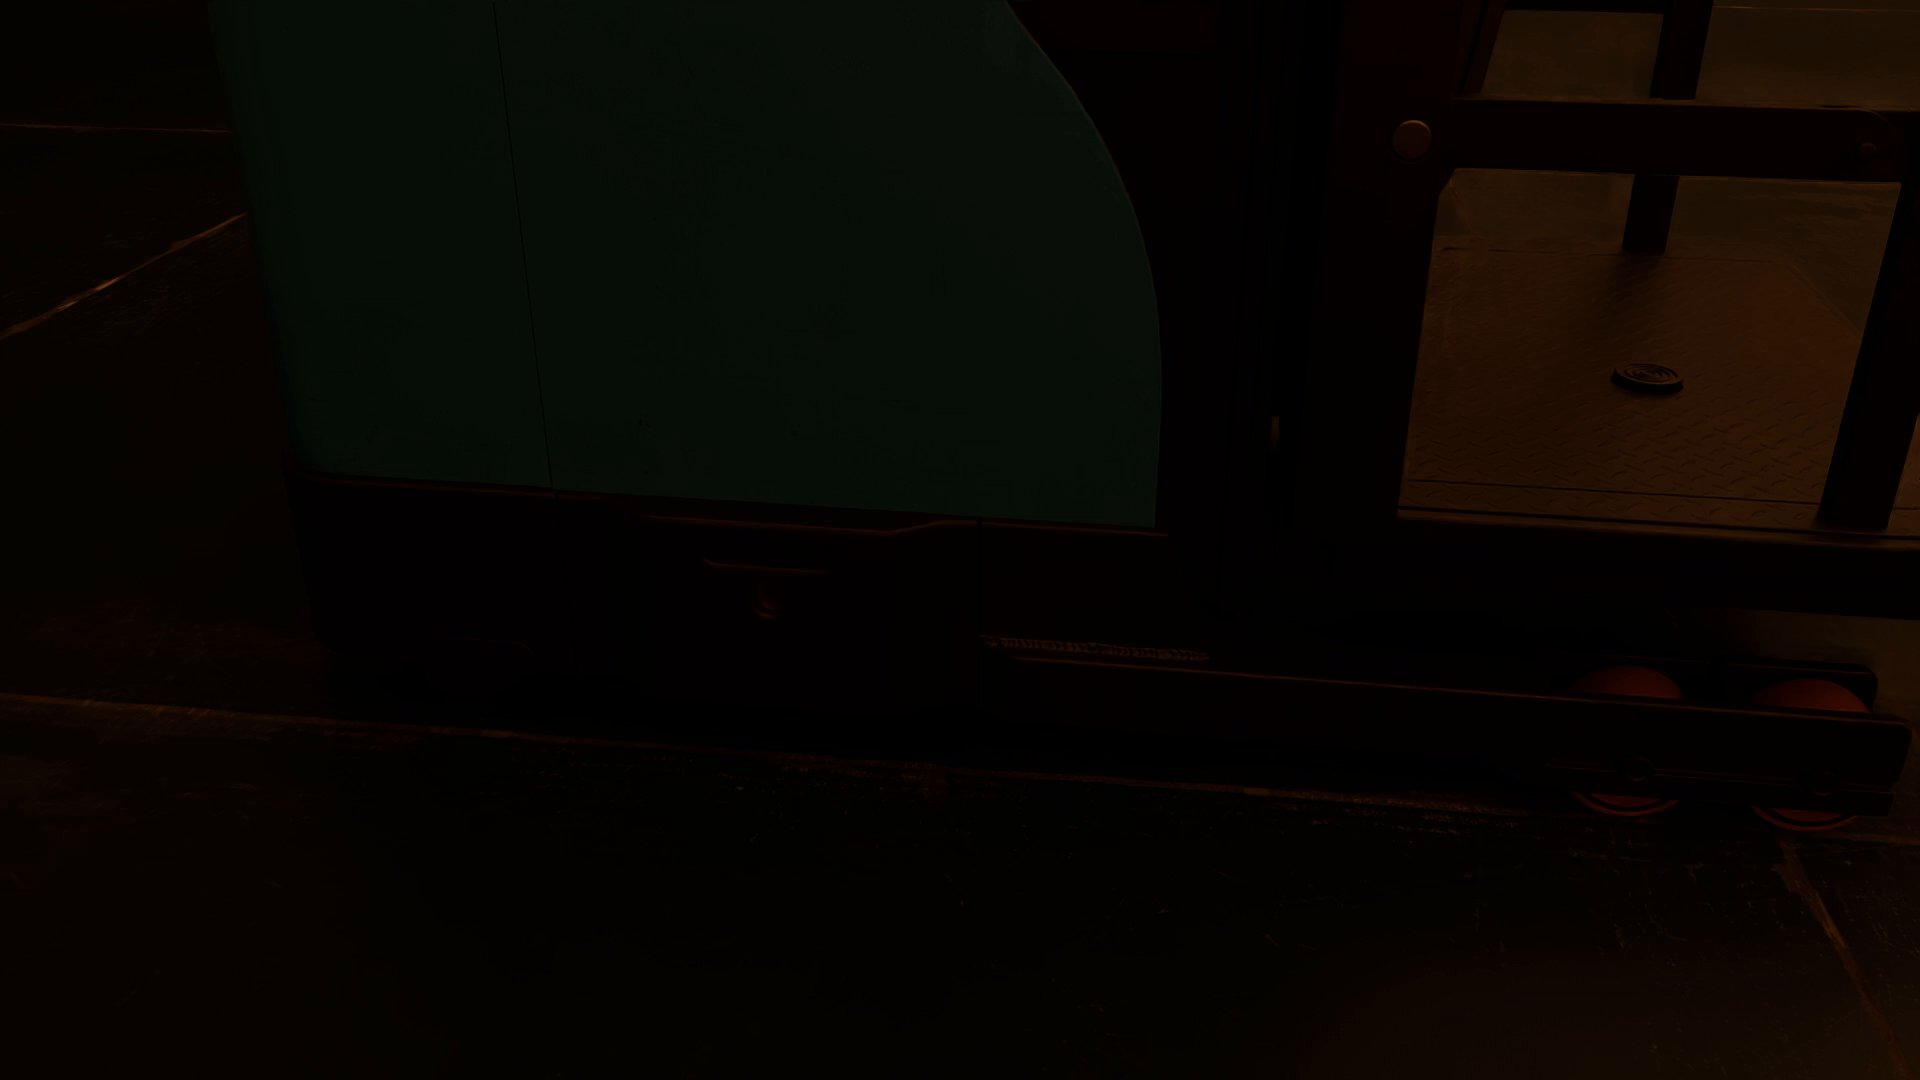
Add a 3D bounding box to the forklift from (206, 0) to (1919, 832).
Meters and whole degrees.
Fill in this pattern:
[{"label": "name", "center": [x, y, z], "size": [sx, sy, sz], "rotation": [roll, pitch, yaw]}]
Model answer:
[{"label": "forklift", "center": [0.736, -1.242, 1.706], "size": [3.031, 2.935, 1.130], "rotation": [4, 27, 7]}]
